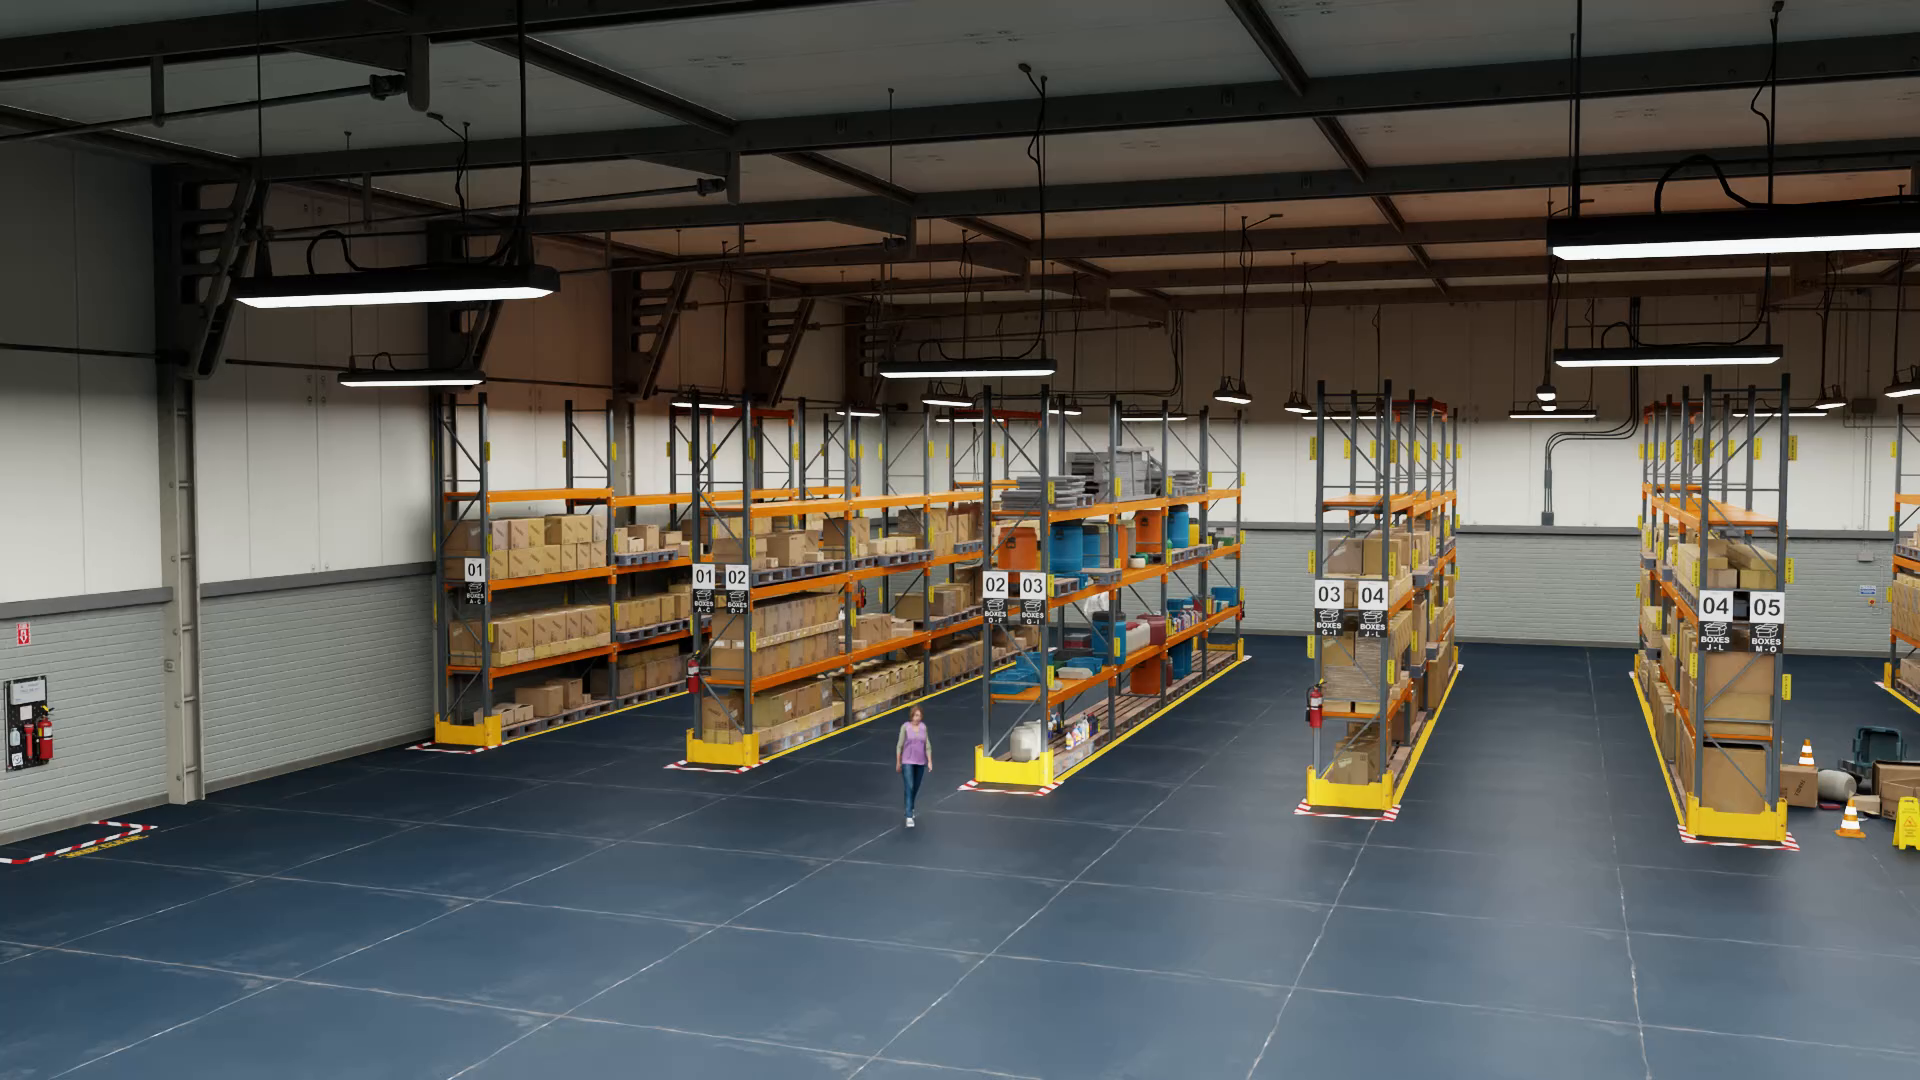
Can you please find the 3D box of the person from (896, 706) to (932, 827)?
[{"bbox_3d":[-0.623,3.015,22.377,0.475,1.565,0.767,-2,3,-26],"label":"person"}]

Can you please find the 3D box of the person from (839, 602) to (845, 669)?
[{"bbox_3d":[-2.686,2.113,36.342,0.672,1.644,0.741,1,3,17],"label":"person"}]

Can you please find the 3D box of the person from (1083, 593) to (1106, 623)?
[{"bbox_3d":[3.466,1.883,42.807,0.531,1.617,1.034,1,3,22],"label":"person"}]
